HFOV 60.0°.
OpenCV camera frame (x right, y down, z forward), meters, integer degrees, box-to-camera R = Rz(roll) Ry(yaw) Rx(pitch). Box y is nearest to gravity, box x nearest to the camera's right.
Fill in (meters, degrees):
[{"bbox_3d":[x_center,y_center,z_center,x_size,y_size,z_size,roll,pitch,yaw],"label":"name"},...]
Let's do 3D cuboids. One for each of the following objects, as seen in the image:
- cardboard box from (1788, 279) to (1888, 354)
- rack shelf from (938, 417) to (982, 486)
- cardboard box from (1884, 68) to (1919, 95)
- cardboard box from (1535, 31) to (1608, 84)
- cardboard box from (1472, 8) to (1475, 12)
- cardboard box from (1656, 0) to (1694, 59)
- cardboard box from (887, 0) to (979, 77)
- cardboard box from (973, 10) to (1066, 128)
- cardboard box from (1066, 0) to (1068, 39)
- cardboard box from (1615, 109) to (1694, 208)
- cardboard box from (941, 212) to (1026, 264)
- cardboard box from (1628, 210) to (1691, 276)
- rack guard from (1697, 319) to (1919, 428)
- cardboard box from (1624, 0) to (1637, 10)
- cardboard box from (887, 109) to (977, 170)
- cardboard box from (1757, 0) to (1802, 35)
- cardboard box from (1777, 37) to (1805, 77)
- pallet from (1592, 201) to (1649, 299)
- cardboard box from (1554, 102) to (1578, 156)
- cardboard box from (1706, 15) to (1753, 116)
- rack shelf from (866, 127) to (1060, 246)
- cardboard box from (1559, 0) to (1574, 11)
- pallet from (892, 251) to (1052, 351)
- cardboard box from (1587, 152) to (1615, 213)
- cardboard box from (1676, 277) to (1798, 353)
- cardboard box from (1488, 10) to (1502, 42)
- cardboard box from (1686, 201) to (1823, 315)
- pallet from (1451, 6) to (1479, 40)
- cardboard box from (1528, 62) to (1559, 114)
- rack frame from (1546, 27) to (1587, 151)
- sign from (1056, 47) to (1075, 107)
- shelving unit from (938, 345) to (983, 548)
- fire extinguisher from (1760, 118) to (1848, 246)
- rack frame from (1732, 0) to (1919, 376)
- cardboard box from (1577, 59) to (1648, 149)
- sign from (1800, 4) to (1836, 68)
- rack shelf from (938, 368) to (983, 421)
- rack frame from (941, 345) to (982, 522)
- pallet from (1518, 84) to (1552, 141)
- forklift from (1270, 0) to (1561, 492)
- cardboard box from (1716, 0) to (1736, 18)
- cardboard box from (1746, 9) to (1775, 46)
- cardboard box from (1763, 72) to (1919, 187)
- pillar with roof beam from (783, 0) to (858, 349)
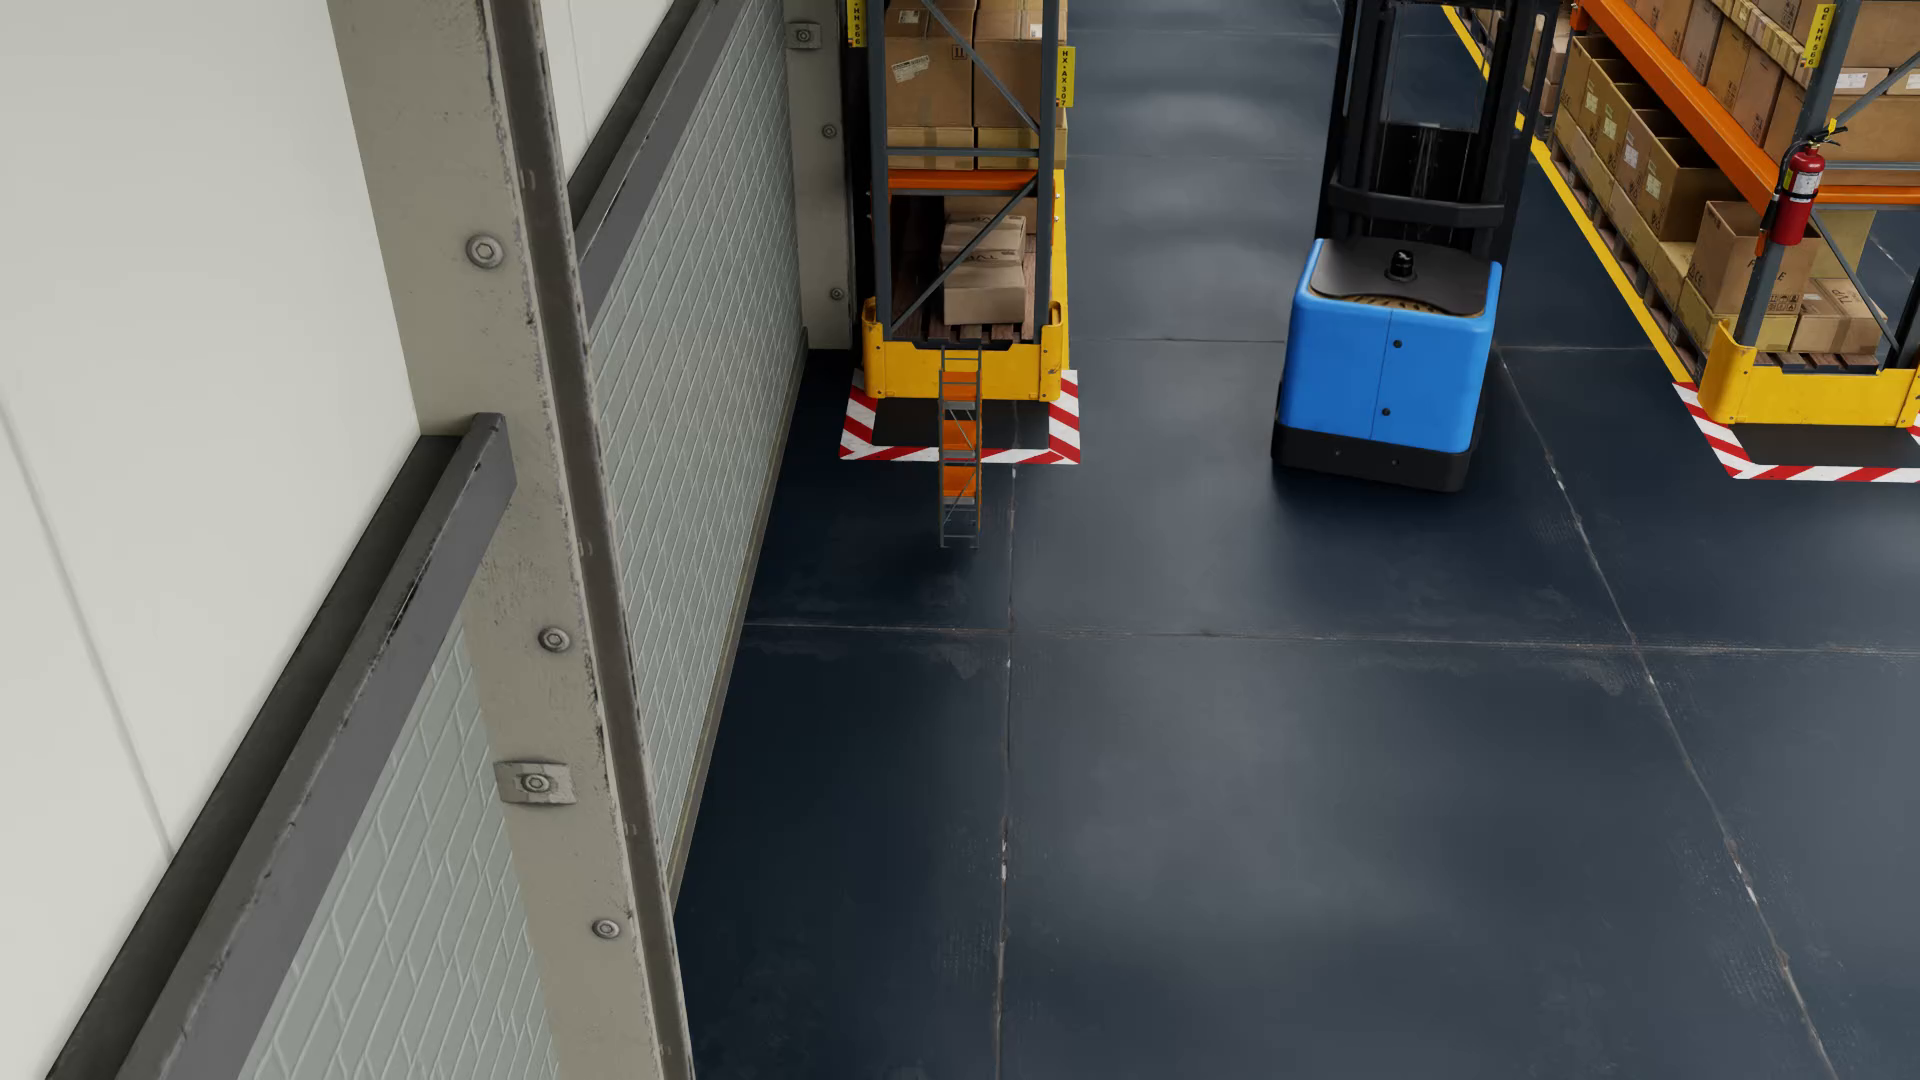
[{"bbox_3d":[5.208,-1.353,10.039,0.500,0.250,0.500,1,35,2],"label":"cardboard box"},{"bbox_3d":[0.002,-0.452,8.444,0.215,0.259,0.240,1,35,2],"label":"rack shelf"},{"bbox_3d":[5.195,-2.530,9.036,0.380,0.149,0.250,1,35,2],"label":"cardboard box"},{"bbox_3d":[4.855,-3.817,13.057,0.500,0.311,0.500,1,35,2],"label":"cardboard box"},{"bbox_3d":[4.952,-5.064,15.318,0.500,0.250,0.500,0,35,1],"label":"cardboard box"},{"bbox_3d":[5.074,-3.496,10.975,0.700,0.500,0.500,2,35,3],"label":"cardboard box"},{"bbox_3d":[-0.149,-2.934,9.723,0.500,0.500,0.500,2,35,3],"label":"cardboard box"},{"bbox_3d":[0.334,-2.637,9.300,0.500,0.500,0.500,1,35,2],"label":"cardboard box"},{"bbox_3d":[0.391,-3.217,10.125,0.500,0.500,0.500,0,35,0],"label":"cardboard box"},{"bbox_3d":[4.735,-2.534,11.067,0.500,0.500,0.500,1,35,2],"label":"cardboard box"},{"bbox_3d":[0.155,-1.919,10.773,0.500,0.311,0.500,4,35,6],"label":"cardboard box"},{"bbox_3d":[4.717,-1.940,10.874,0.500,0.250,0.500,1,35,2],"label":"cardboard box"},{"bbox_3d":[4.963,-0.967,9.637,1.175,0.500,0.348,1,35,2],"label":"rack guard"},{"bbox_3d":[5.113,-4.087,11.816,0.700,0.500,0.500,0,35,1],"label":"cardboard box"},{"bbox_3d":[-0.161,-2.336,9.523,0.500,0.250,0.500,2,35,3],"label":"cardboard box"},{"bbox_3d":[5.013,-3.176,9.390,0.700,0.500,0.500,0,35,1],"label":"cardboard box"},{"bbox_3d":[4.798,-2.684,9.255,0.380,0.149,0.250,2,35,3],"label":"cardboard box"},{"bbox_3d":[5.005,-2.002,11.361,1.003,0.211,1.213,1,35,2],"label":"pallet"},{"bbox_3d":[4.803,-3.089,12.508,0.500,0.250,0.500,1,35,2],"label":"cardboard box"},{"bbox_3d":[5.038,-2.899,10.125,0.700,0.500,0.500,2,35,2],"label":"cardboard box"},{"bbox_3d":[0.095,-2.970,10.939,1.077,0.370,4.000,1,35,2],"label":"rack shelf"},{"bbox_3d":[4.892,-4.403,13.890,0.500,0.311,0.500,1,35,2],"label":"cardboard box"},{"bbox_3d":[0.085,-1.484,10.624,1.003,0.211,1.213,1,35,2],"label":"pallet"},{"bbox_3d":[4.753,-2.515,11.691,0.500,0.250,0.500,1,35,2],"label":"cardboard box"},{"bbox_3d":[4.690,-1.365,10.056,0.500,0.250,0.500,1,35,2],"label":"cardboard box"},{"bbox_3d":[4.916,-4.470,14.474,0.500,0.250,0.500,2,35,3],"label":"cardboard box"},{"bbox_3d":[4.688,-1.672,9.840,0.500,0.500,0.500,1,35,2],"label":"cardboard box"},{"bbox_3d":[5.213,-4.987,15.608,1.003,0.211,1.213,1,35,2],"label":"pallet"},{"bbox_3d":[4.852,-3.593,13.226,0.500,0.250,0.500,1,35,1],"label":"cardboard box"},{"bbox_3d":[5.125,-4.302,12.208,1.000,3.000,0.127,1,35,2],"label":"rack frame"},{"bbox_3d":[0.556,-2.457,8.831,0.100,0.325,0.005,1,35,2],"label":"sign"},{"bbox_3d":[0.002,-0.460,8.438,0.215,1.050,0.252,1,35,2],"label":"shelving unit"},{"bbox_3d":[4.495,-1.915,8.879,0.296,0.674,0.183,1,35,2],"label":"fire extinguisher"},{"bbox_3d":[4.964,-2.003,8.938,1.000,3.000,0.127,1,35,2],"label":"rack frame"},{"bbox_3d":[4.781,-3.109,11.884,0.500,0.500,0.500,1,35,2],"label":"cardboard box"},{"bbox_3d":[4.422,-2.595,8.566,0.100,0.325,0.005,1,35,2],"label":"sign"},{"bbox_3d":[0.002,-0.684,8.280,0.215,0.259,0.240,1,35,2],"label":"rack shelf"},{"bbox_3d":[0.007,-0.530,8.537,0.200,1.050,0.008,1,35,2],"label":"rack frame"},{"bbox_3d":[5.115,-3.585,13.613,1.003,0.211,1.213,1,35,2],"label":"pallet"},{"bbox_3d":[2.666,-2.301,9.421,1.130,2.935,3.031,11,36,15],"label":"forklift"},{"bbox_3d":[4.840,-3.278,10.100,0.380,0.149,0.250,2,35,3],"label":"cardboard box"},{"bbox_3d":[4.821,-2.975,9.670,0.380,0.149,0.250,2,35,3],"label":"cardboard box"},{"bbox_3d":[4.996,-2.312,9.290,0.700,0.500,0.500,1,35,2],"label":"cardboard box"},{"bbox_3d":[3.480,-4.893,7.832,9.100,9.000,0.400,1,35,2],"label":"pillar with roof beam"}]
